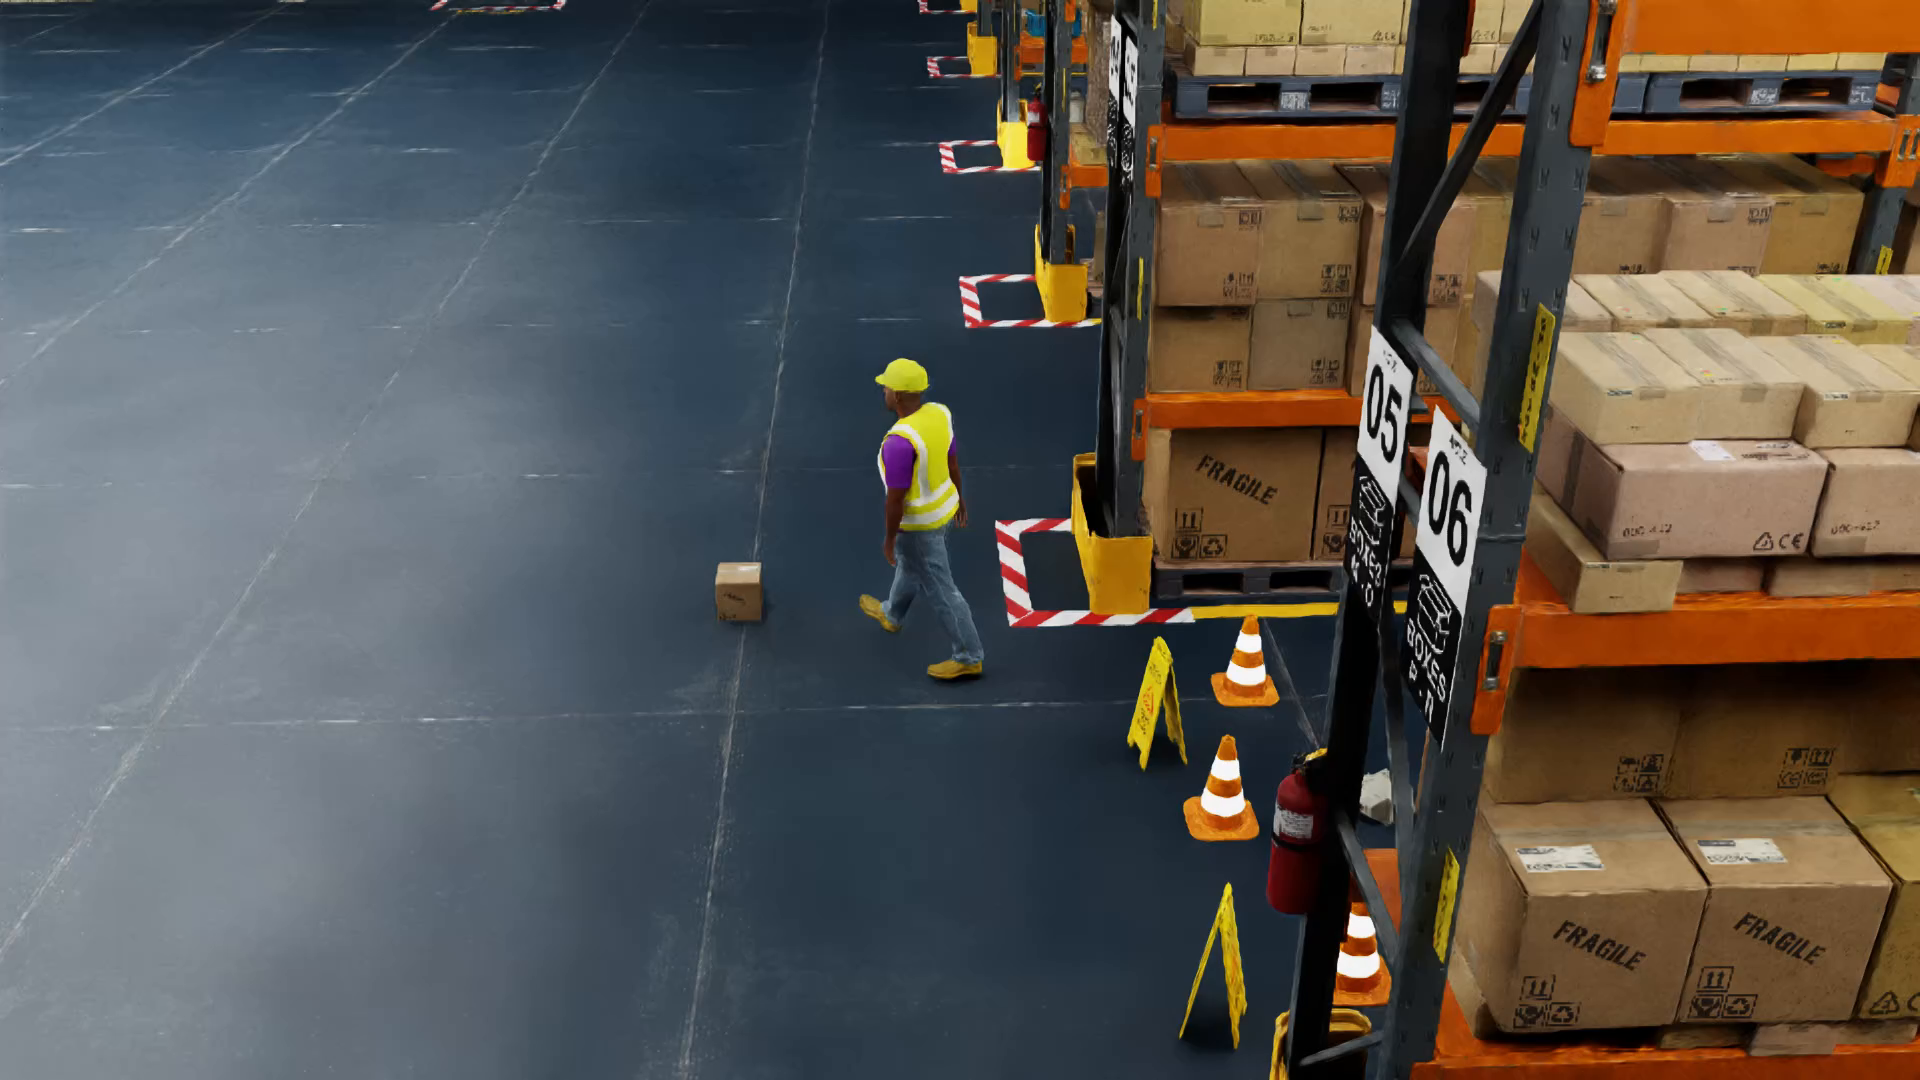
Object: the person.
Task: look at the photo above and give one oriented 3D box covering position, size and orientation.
[{"bbox_3d":[-0.260,-0.144,8.882,0.899,1.729,0.599,11,29,20],"label":"person"}]
